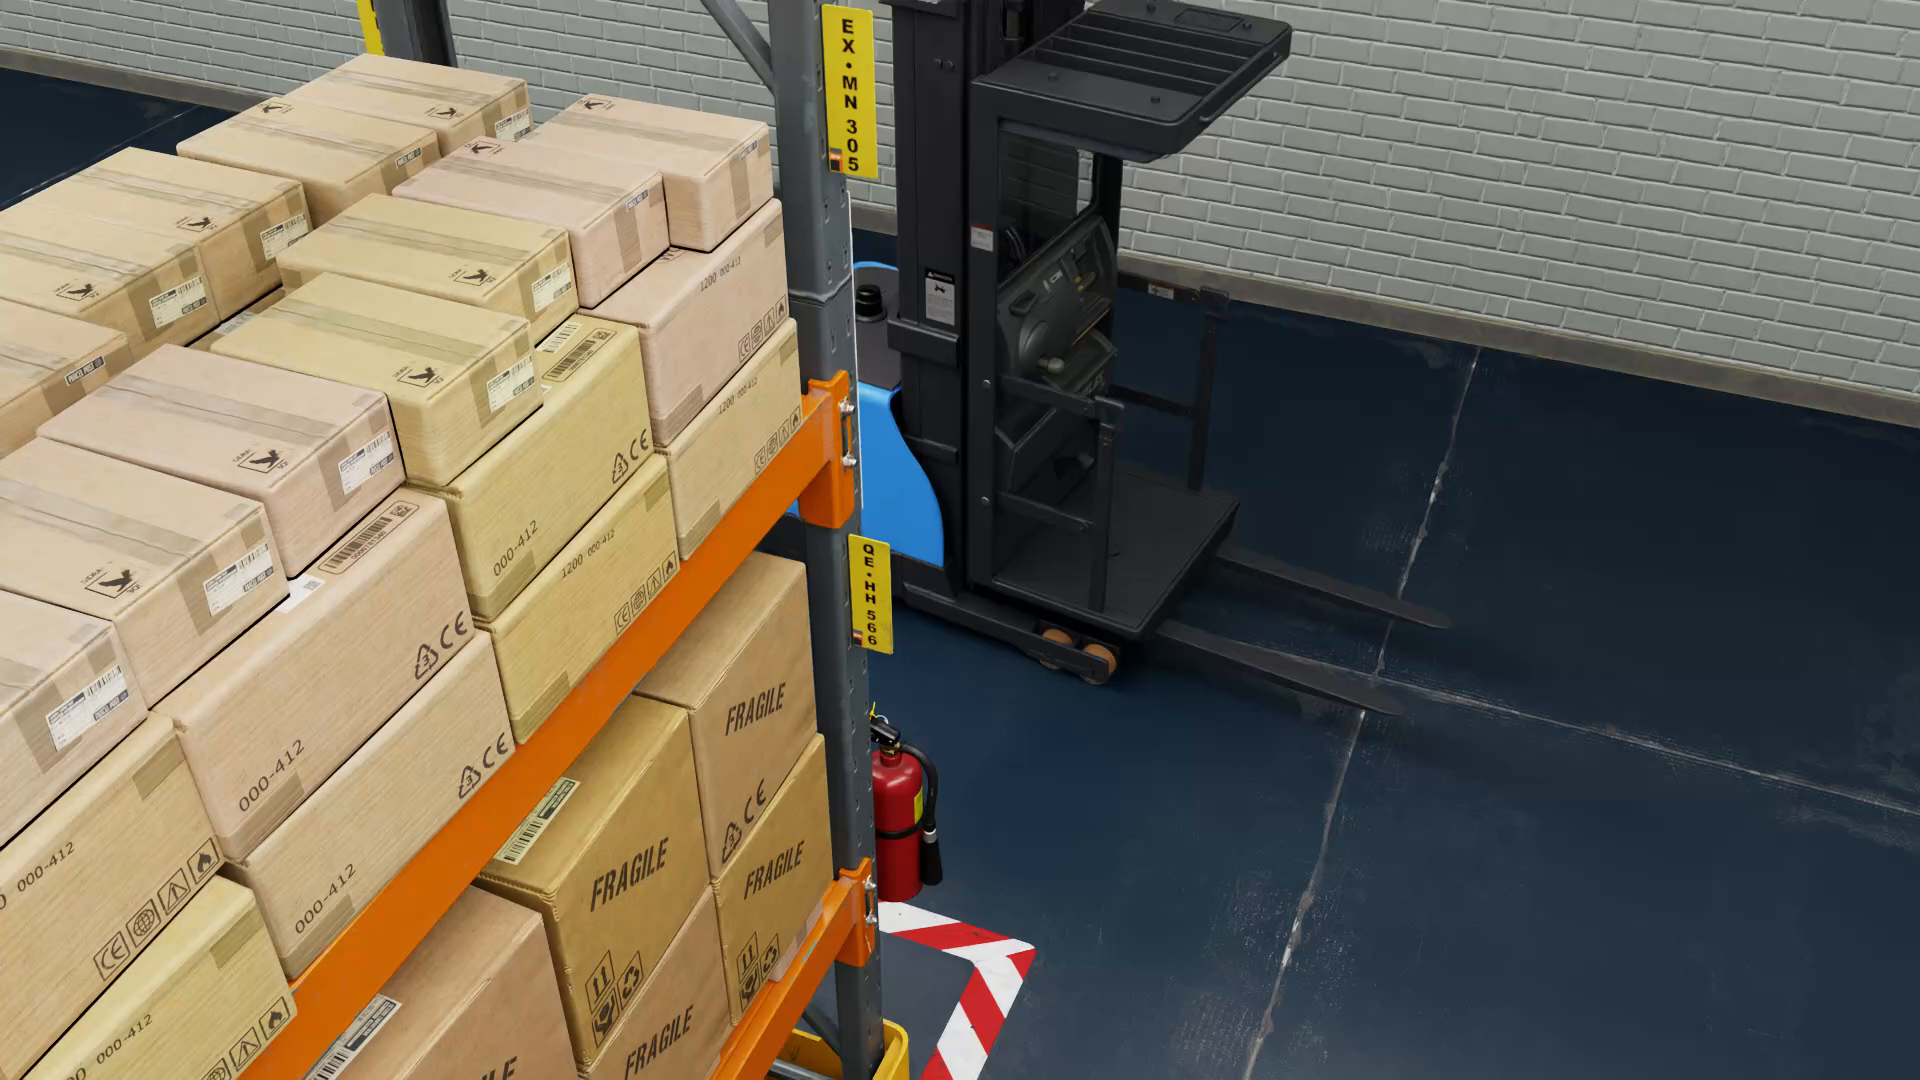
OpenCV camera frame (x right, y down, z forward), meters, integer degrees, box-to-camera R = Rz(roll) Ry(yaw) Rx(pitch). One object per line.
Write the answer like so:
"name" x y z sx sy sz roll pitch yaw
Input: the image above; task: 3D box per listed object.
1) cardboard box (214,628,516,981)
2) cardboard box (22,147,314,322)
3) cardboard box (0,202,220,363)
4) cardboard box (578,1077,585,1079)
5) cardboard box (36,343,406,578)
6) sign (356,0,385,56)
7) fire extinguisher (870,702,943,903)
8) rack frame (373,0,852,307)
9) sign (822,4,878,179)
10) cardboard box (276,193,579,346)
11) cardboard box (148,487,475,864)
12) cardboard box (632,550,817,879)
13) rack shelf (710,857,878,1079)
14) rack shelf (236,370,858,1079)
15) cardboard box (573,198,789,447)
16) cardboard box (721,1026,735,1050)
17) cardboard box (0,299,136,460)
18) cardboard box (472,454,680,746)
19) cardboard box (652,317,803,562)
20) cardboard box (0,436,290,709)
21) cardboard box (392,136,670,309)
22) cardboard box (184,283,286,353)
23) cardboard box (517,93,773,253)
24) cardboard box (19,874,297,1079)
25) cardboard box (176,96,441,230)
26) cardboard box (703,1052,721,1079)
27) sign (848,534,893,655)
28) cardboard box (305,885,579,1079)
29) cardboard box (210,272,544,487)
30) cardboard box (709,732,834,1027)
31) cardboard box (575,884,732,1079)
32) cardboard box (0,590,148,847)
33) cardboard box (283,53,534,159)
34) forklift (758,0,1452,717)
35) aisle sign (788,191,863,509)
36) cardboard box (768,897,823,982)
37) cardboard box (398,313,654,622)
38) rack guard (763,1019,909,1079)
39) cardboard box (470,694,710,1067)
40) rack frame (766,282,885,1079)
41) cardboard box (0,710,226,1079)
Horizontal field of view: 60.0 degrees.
"cardboard box" -1.028 0.308 2.453 0.500 0.250 0.500 16 39 20
"cardboard box" -1.329 -0.522 2.812 0.380 0.149 0.250 14 39 18
"cardboard box" -1.422 -0.388 2.632 0.380 0.149 0.250 14 39 18
"cardboard box" -1.029 1.296 3.178 0.500 0.500 0.500 14 39 18
"cardboard box" -1.000 -0.115 2.268 0.380 0.149 0.250 13 39 17
"sign" -1.213 -1.094 3.473 0.100 0.325 0.005 14 39 18
"fire extinguisher" -0.188 0.727 4.648 0.296 0.674 0.183 14 39 18
"rack frame" -0.711 -1.822 2.671 1.000 3.000 0.127 14 39 18
"sign" -0.205 -0.837 3.120 0.100 0.325 0.005 14 39 18
"cardboard box" -0.847 -0.413 2.666 0.380 0.149 0.250 13 39 16
"cardboard box" -1.042 0.119 2.288 0.500 0.250 0.500 14 39 18
"cardboard box" -0.655 0.332 3.634 0.500 0.500 0.500 13 39 17
"rack shelf" -1.472 1.977 3.201 1.077 0.370 4.000 14 39 18
"rack shelf" -1.472 0.775 2.303 1.077 0.370 4.000 14 39 18
"cardboard box" -0.651 -0.447 3.045 0.500 0.250 0.500 13 39 16
"cardboard box" -0.703 1.056 4.042 0.380 0.149 0.250 14 39 18
"cardboard box" -1.423 -0.221 2.409 0.380 0.149 0.250 15 39 19
"cardboard box" -0.827 0.036 2.816 0.500 0.250 0.500 14 39 18
"cardboard box" -0.639 -0.248 3.196 0.500 0.250 0.500 13 39 17
"cardboard box" -1.082 0.033 2.070 0.380 0.149 0.250 15 39 19
"cardboard box" -0.730 -0.550 2.850 0.380 0.149 0.250 14 39 18
"cardboard box" -1.316 -0.287 2.831 0.500 0.250 0.500 13 39 17
"cardboard box" -0.566 -0.669 3.009 0.380 0.149 0.250 14 39 17
"cardboard box" -1.212 0.606 2.053 0.500 0.250 0.500 16 40 20
"cardboard box" -1.158 -0.656 2.991 0.380 0.149 0.250 15 39 20
"cardboard box" -0.784 1.198 3.851 0.380 0.149 0.250 13 39 17
"sign" -0.205 0.128 3.842 0.100 0.325 0.005 14 39 18
"cardboard box" -1.037 0.902 2.871 0.500 0.500 0.500 16 40 20
"cardboard box" -0.847 -0.242 2.437 0.380 0.149 0.250 14 39 18
"cardboard box" -0.644 0.729 3.937 0.500 0.500 0.500 15 39 19
"cardboard box" -0.845 1.013 3.557 0.500 0.500 0.500 13 39 17
"cardboard box" -1.172 0.178 1.876 0.380 0.149 0.250 13 39 16
"cardboard box" -1.045 -0.793 3.174 0.380 0.149 0.250 14 39 17
"forklift" 0.573 -0.938 6.556 3.031 2.935 1.130 19 41 24
"aisle sign" -0.406 -0.432 3.651 0.394 0.787 0.004 14 39 18
"cardboard box" -0.574 0.927 4.215 0.380 0.149 0.250 14 39 18
"cardboard box" -0.844 -0.164 2.666 0.500 0.250 0.500 13 39 17
"rack guard" -0.740 1.624 5.159 1.175 0.500 0.348 14 39 18
"cardboard box" -0.848 0.612 3.259 0.500 0.500 0.500 13 39 16
"rack frame" -0.711 0.581 4.467 1.000 3.000 0.127 14 39 18
"cardboard box" -1.245 0.396 1.917 0.500 0.250 0.500 12 38 16
